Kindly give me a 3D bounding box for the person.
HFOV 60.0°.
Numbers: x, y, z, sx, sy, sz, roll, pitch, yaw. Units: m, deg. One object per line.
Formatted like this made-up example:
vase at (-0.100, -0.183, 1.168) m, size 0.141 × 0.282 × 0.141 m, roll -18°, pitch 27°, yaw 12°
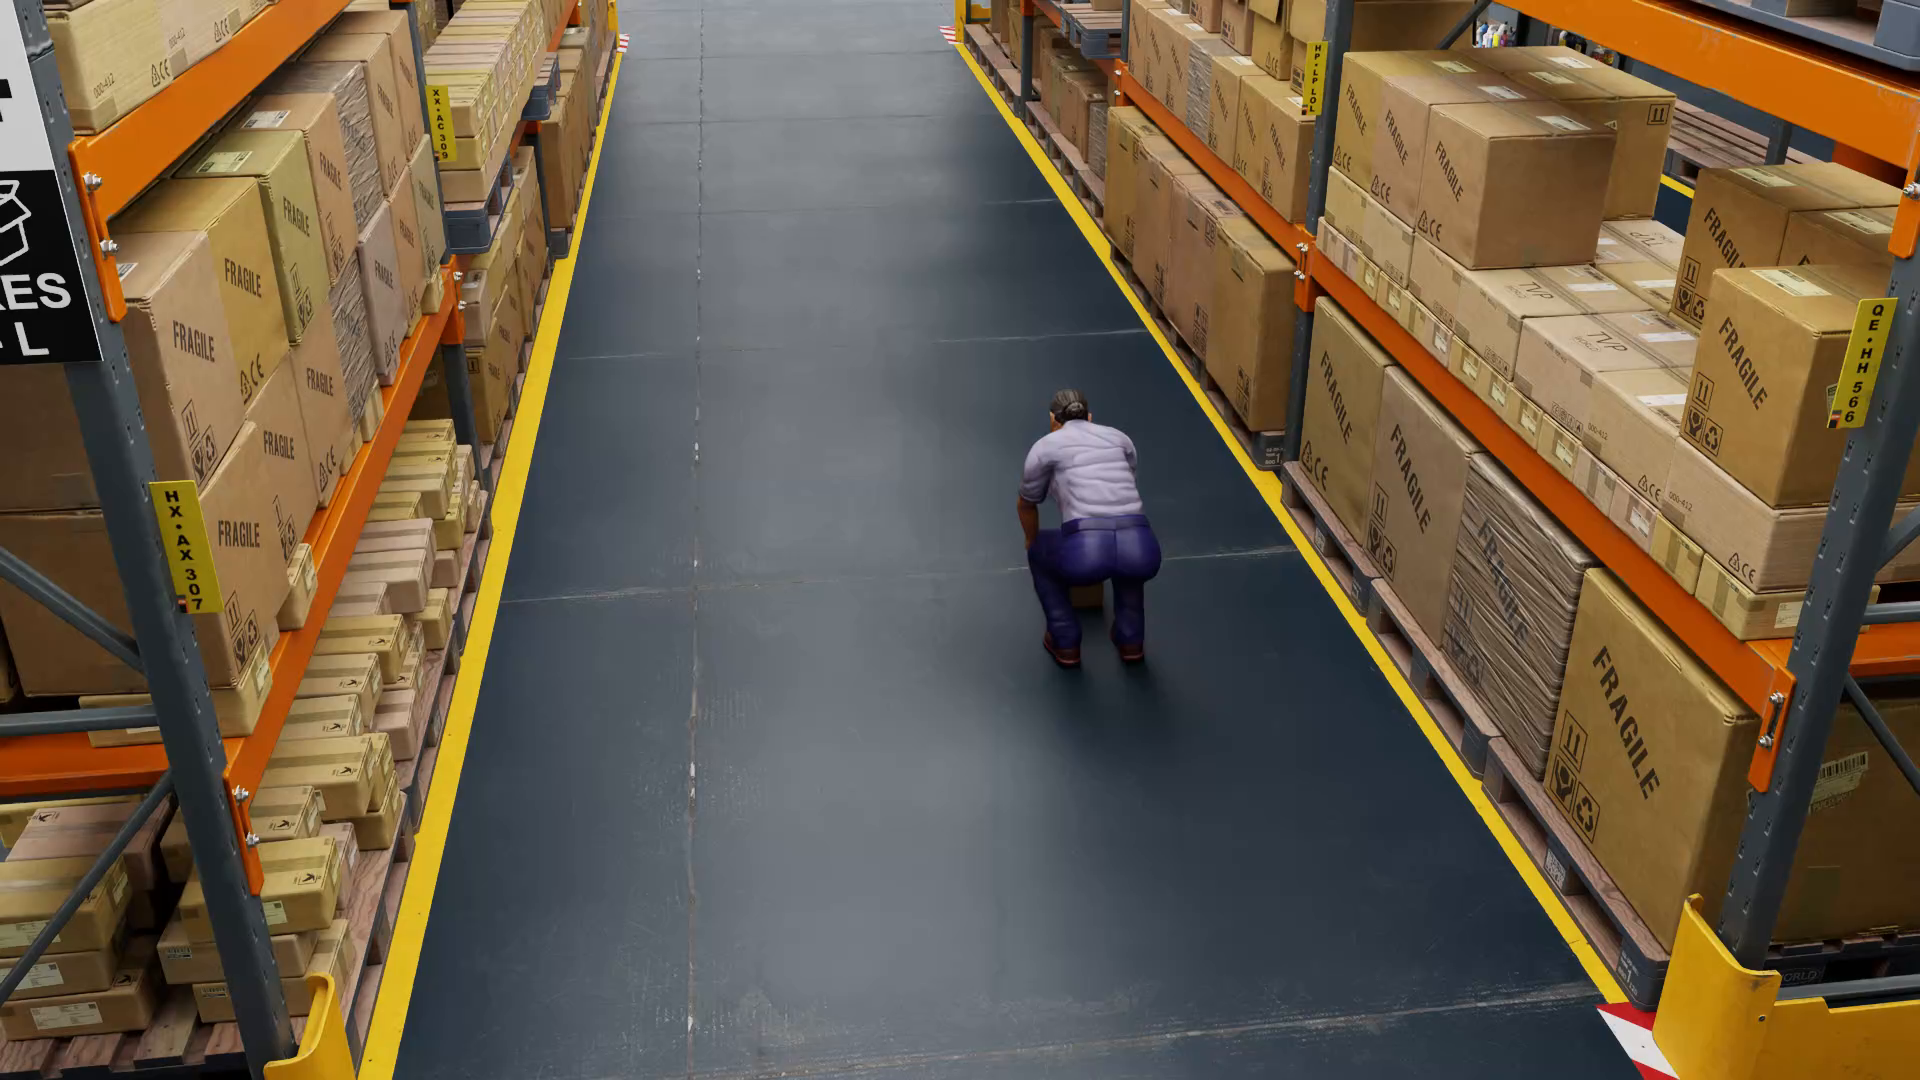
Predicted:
person at (0.537, 0.049, 6.993) m, size 0.522 × 0.795 × 0.904 m, roll -5°, pitch 28°, yaw -9°
